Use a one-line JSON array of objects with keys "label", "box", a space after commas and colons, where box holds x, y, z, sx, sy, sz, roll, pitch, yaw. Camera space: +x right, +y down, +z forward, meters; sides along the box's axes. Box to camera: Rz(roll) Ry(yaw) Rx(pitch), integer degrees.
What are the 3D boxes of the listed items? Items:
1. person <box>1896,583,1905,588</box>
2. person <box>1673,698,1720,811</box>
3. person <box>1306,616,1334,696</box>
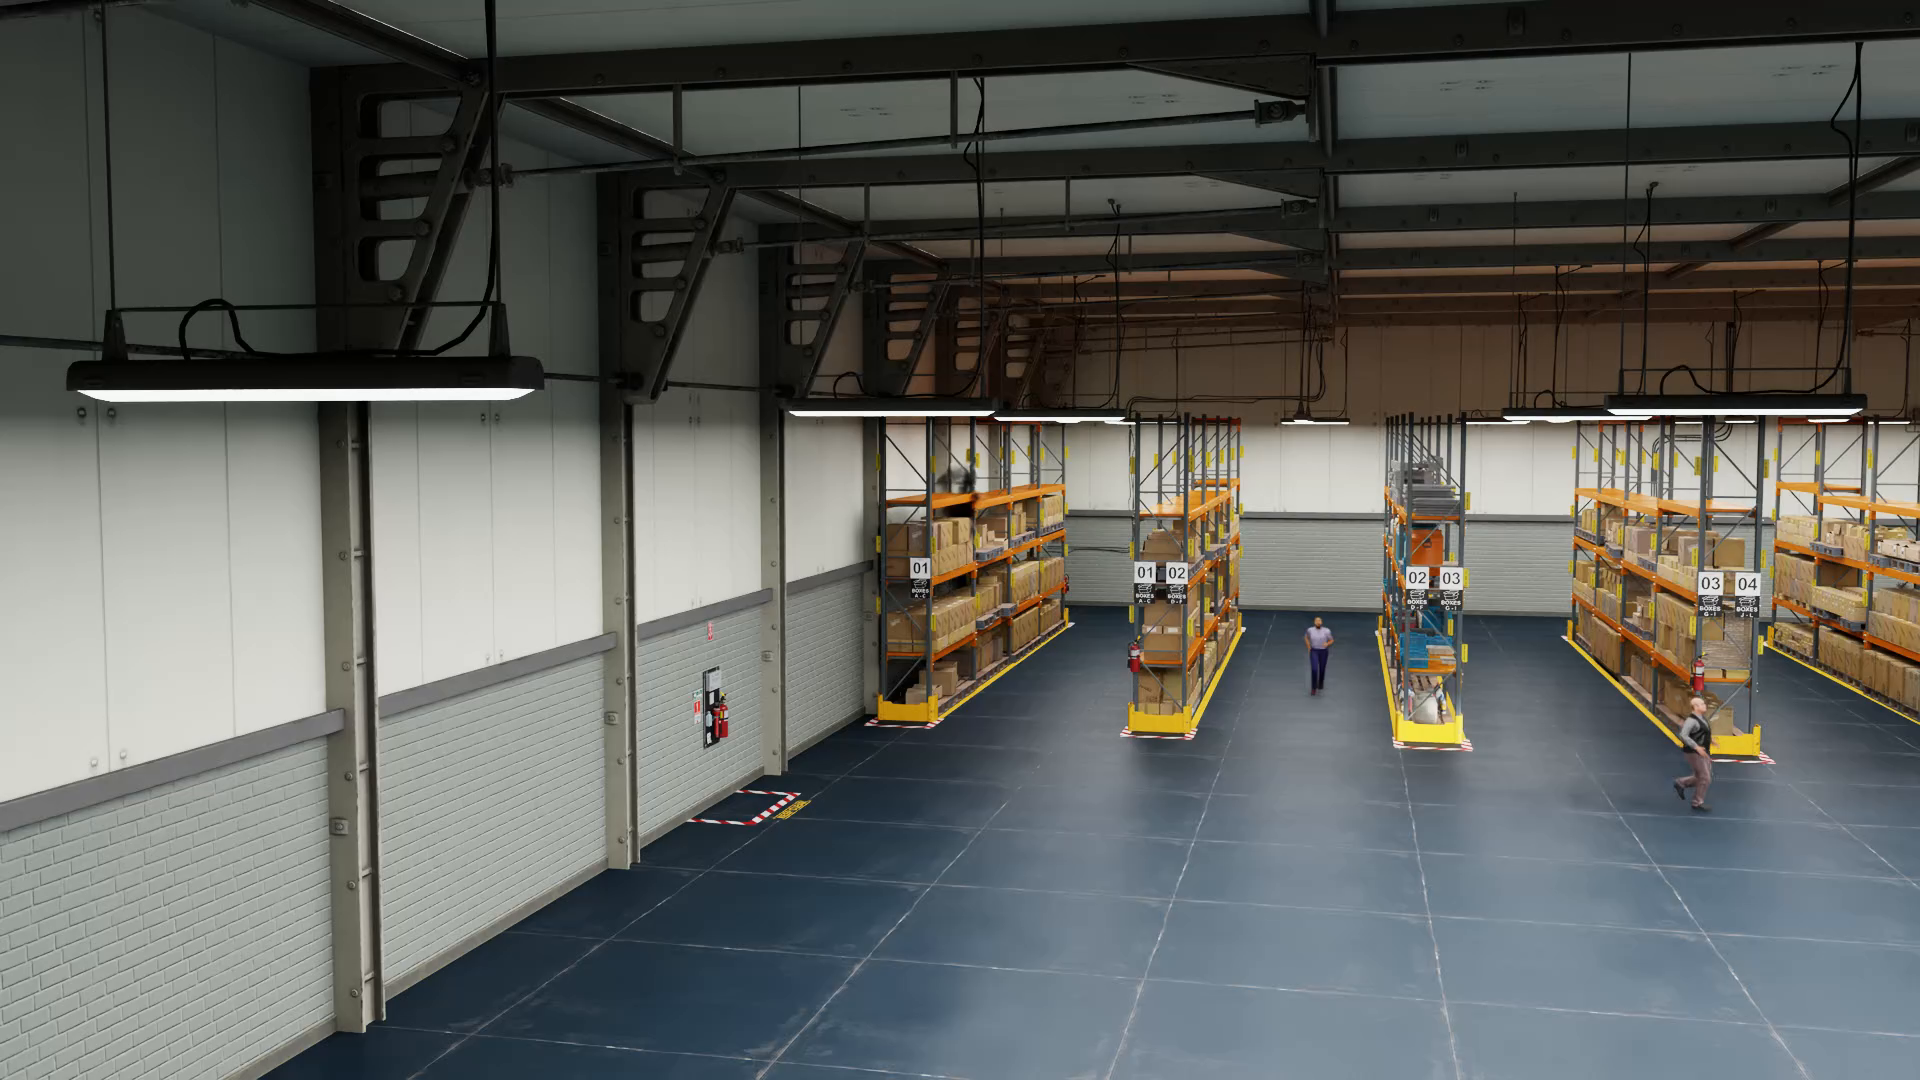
[{"label": "person", "box": [25.009, 1.930, 44.248, 0.731, 1.579, 0.500, 1, 4, 13]}, {"label": "person", "box": [11.001, 3.195, 24.919, 0.640, 1.680, 0.652, 3, 5, 41]}, {"label": "person", "box": [7.745, 2.478, 35.834, 0.595, 1.690, 0.789, 1, 4, 12]}]
